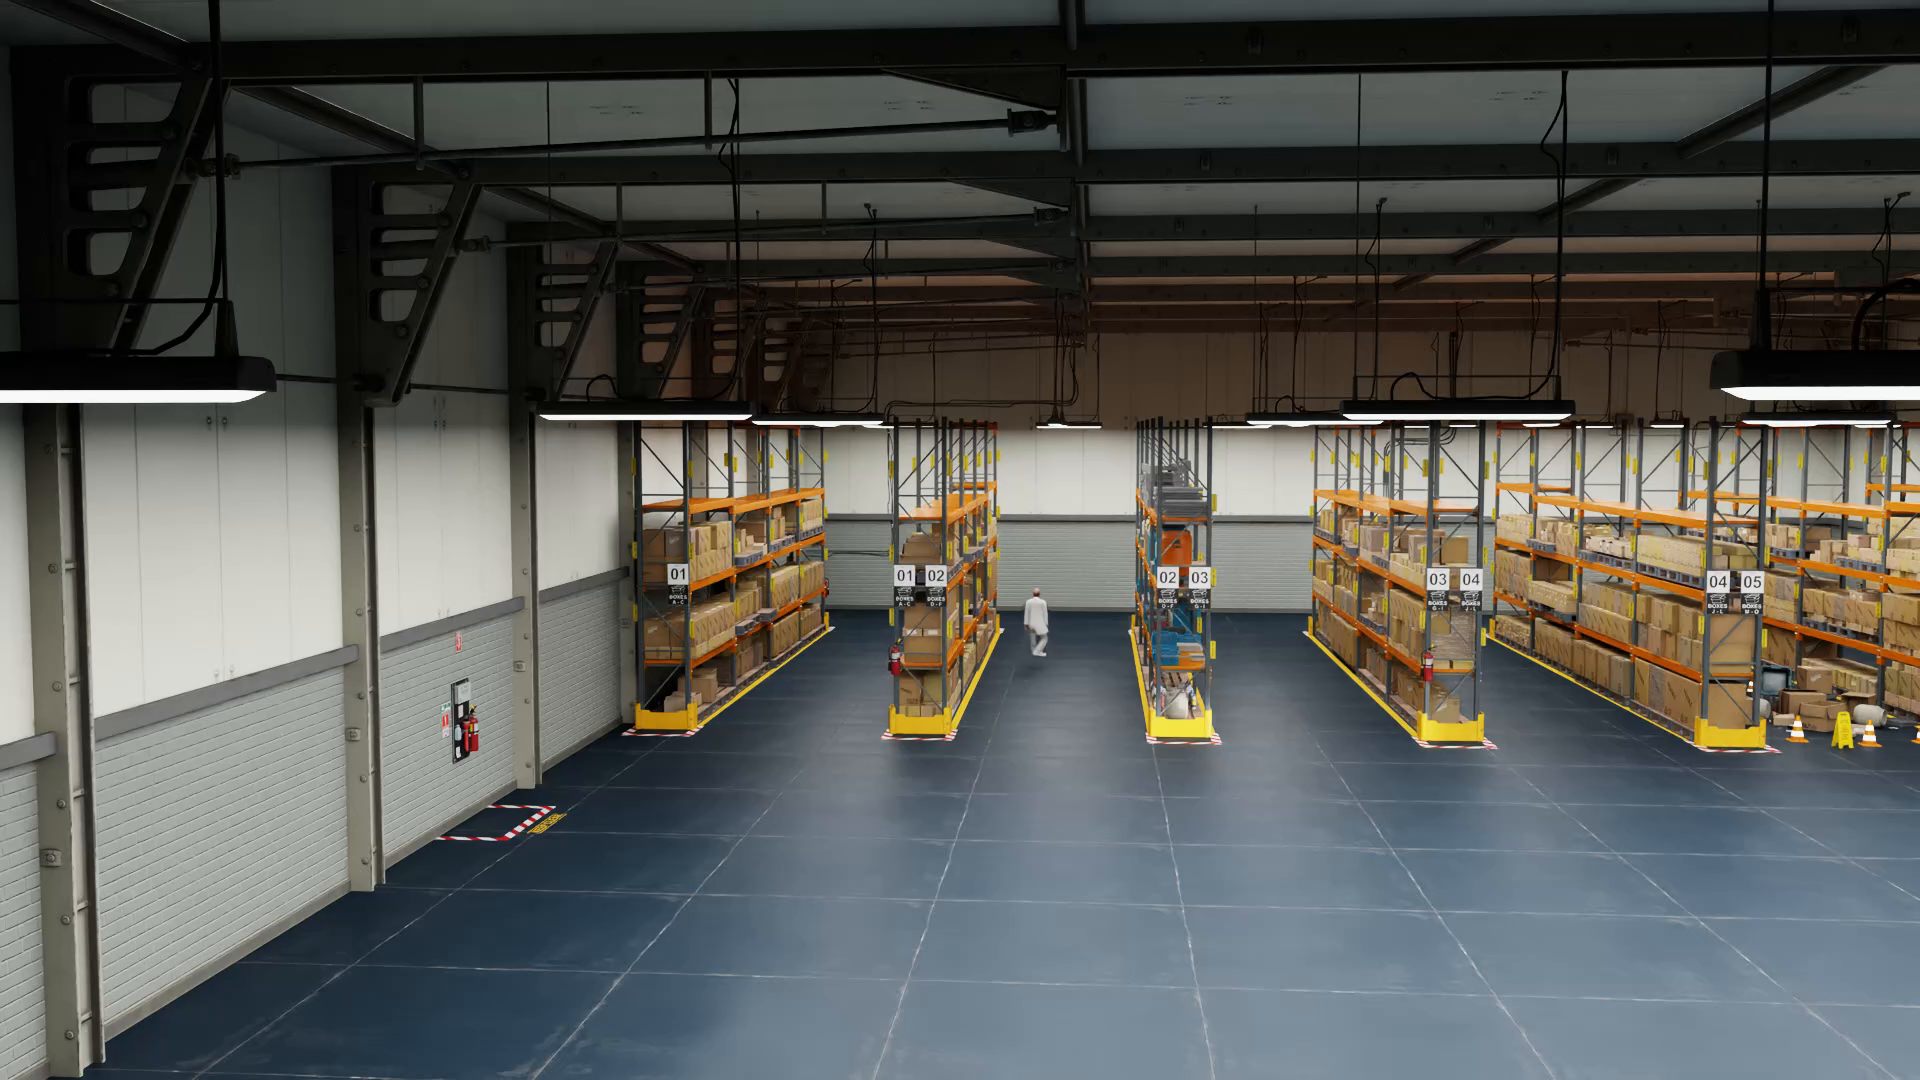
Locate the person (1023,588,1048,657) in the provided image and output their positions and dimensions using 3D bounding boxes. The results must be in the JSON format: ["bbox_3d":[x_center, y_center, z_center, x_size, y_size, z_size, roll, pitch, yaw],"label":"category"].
[{"bbox_3d":[1.865,1.996,40.577,0.621,1.635,0.845,1,4,19],"label":"person"}]

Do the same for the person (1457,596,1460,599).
[{"bbox_3d":[14.994,1.609,49.416,0.666,1.720,1.080,2,4,24],"label":"person"}]
